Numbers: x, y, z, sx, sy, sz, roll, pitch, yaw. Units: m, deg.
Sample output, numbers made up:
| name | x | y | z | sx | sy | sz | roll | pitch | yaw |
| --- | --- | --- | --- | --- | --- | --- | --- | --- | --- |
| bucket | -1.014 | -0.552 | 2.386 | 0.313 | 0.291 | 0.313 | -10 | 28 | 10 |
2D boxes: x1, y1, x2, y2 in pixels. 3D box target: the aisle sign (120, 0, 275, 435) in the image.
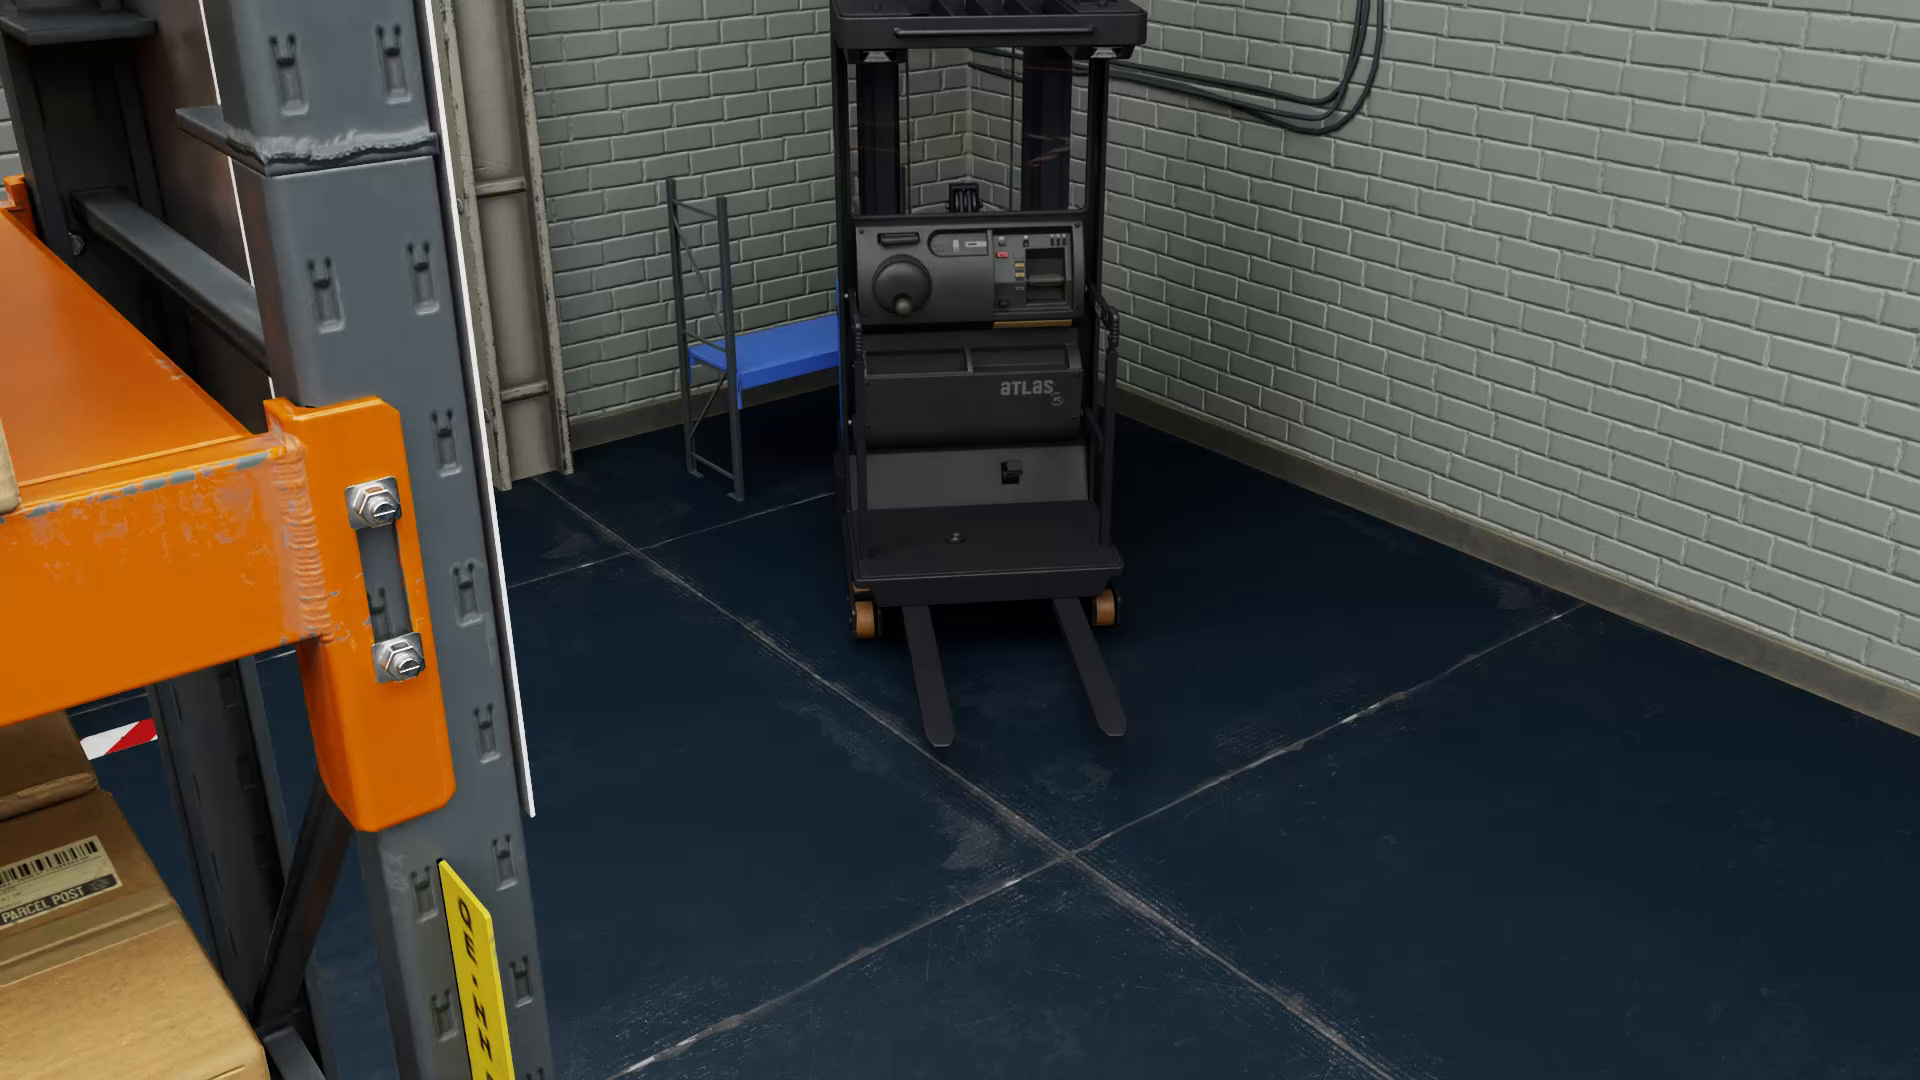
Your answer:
| name | x | y | z | sx | sy | sz | roll | pitch | yaw |
| --- | --- | --- | --- | --- | --- | --- | --- | --- | --- |
| aisle sign | -0.876 | -0.372 | 1.900 | 0.004 | 0.787 | 0.394 | -18 | 31 | -34 |

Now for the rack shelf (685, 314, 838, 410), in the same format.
| name | x | y | z | sx | sy | sz | roll | pitch | yaw |
| --- | --- | --- | --- | --- | --- | --- | --- | --- | --- |
| rack shelf | -0.831 | -0.923 | 8.385 | 1.000 | 0.185 | 0.538 | -19 | 31 | -35 |

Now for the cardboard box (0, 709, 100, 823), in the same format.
| name | x | y | z | sx | sy | sz | roll | pitch | yaw |
| --- | --- | --- | --- | --- | --- | --- | --- | --- | --- |
| cardboard box | -1.260 | 0.451 | 1.908 | 0.500 | 0.500 | 0.500 | -17 | 30 | -33 |

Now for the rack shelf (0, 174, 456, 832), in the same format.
| name | x | y | z | sx | sy | sz | roll | pitch | yaw |
| --- | --- | --- | --- | --- | --- | --- | --- | --- | --- |
| rack shelf | -2.322 | 0.407 | 0.600 | 4.000 | 0.370 | 1.077 | -18 | 31 | -34 |

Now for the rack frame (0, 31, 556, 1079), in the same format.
| name | x | y | z | sx | sy | sz | roll | pitch | yaw |
| --- | --- | --- | --- | --- | --- | --- | --- | --- | --- |
| rack frame | -0.749 | 0.922 | 2.200 | 0.127 | 3.000 | 1.000 | -18 | 31 | -34 |

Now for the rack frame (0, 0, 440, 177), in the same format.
| name | x | y | z | sx | sy | sz | roll | pitch | yaw |
| --- | --- | --- | --- | --- | --- | --- | --- | --- | --- |
| rack frame | -0.749 | -1.799 | 0.937 | 0.127 | 3.000 | 1.000 | -18 | 31 | -34 |

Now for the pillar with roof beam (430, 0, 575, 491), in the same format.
| name | x | y | z | sx | sy | sz | roll | pitch | yaw |
| --- | --- | --- | --- | --- | --- | --- | --- | --- | --- |
| pillar with roof beam | 0.439 | -3.001 | 3.527 | 0.400 | 9.000 | 9.100 | -18 | 31 | -34 |

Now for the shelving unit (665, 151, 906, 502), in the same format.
| name | x | y | z | sx | sy | sz | roll | pitch | yaw |
| --- | --- | --- | --- | --- | --- | --- | --- | --- | --- |
| shelving unit | -0.831 | -1.086 | 8.309 | 1.048 | 1.500 | 0.538 | -19 | 31 | -35 |

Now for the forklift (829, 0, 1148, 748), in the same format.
| name | x | y | z | sx | sy | sz | roll | pitch | yaw |
| --- | --- | --- | --- | --- | --- | --- | --- | --- | --- |
| forklift | 0.070 | -1.069 | 6.572 | 1.130 | 2.935 | 3.031 | -3 | 25 | -6 |

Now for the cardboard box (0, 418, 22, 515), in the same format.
| name | x | y | z | sx | sy | sz | roll | pitch | yaw |
| --- | --- | --- | --- | --- | --- | --- | --- | --- | --- |
| cardboard box | -0.990 | -0.150 | 1.124 | 0.500 | 0.250 | 0.500 | -18 | 31 | -34 |

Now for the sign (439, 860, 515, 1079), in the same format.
| name | x | y | z | sx | sy | sz | roll | pitch | yaw |
| --- | --- | --- | --- | --- | --- | --- | --- | --- | --- |
| sign | -0.422 | 0.443 | 1.482 | 0.005 | 0.325 | 0.100 | -18 | 31 | -34 |

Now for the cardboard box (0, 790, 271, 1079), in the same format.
| name | x | y | z | sx | sy | sz | roll | pitch | yaw |
| --- | --- | --- | --- | --- | --- | --- | --- | --- | --- |
| cardboard box | -0.929 | 0.630 | 1.523 | 0.500 | 0.500 | 0.500 | -19 | 31 | -34 |

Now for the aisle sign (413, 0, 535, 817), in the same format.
| name | x | y | z | sx | sy | sz | roll | pitch | yaw |
| --- | --- | --- | --- | --- | --- | --- | --- | --- | --- |
| aisle sign | -0.506 | -0.173 | 1.472 | 0.004 | 0.787 | 0.394 | -18 | 31 | -34 |

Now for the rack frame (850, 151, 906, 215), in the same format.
| name | x | y | z | sx | sy | sz | roll | pitch | yaw |
| --- | --- | --- | --- | --- | --- | --- | --- | --- | --- |
| rack frame | -0.436 | -1.221 | 8.599 | 0.032 | 1.500 | 0.500 | -19 | 31 | -35 |

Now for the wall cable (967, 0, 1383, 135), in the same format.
| name | x | y | z | sx | sy | sz | roll | pitch | yaw |
| --- | --- | --- | --- | --- | --- | --- | --- | --- | --- |
| wall cable | 0.863 | -3.381 | 8.035 | 0.112 | 2.526 | 3.097 | -18 | 31 | -34 |

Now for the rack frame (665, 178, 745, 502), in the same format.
| name | x | y | z | sx | sy | sz | roll | pitch | yaw |
| --- | --- | --- | --- | --- | --- | --- | --- | --- | --- |
| rack frame | -1.226 | -0.952 | 8.019 | 0.032 | 1.500 | 0.500 | -19 | 31 | -35 |
